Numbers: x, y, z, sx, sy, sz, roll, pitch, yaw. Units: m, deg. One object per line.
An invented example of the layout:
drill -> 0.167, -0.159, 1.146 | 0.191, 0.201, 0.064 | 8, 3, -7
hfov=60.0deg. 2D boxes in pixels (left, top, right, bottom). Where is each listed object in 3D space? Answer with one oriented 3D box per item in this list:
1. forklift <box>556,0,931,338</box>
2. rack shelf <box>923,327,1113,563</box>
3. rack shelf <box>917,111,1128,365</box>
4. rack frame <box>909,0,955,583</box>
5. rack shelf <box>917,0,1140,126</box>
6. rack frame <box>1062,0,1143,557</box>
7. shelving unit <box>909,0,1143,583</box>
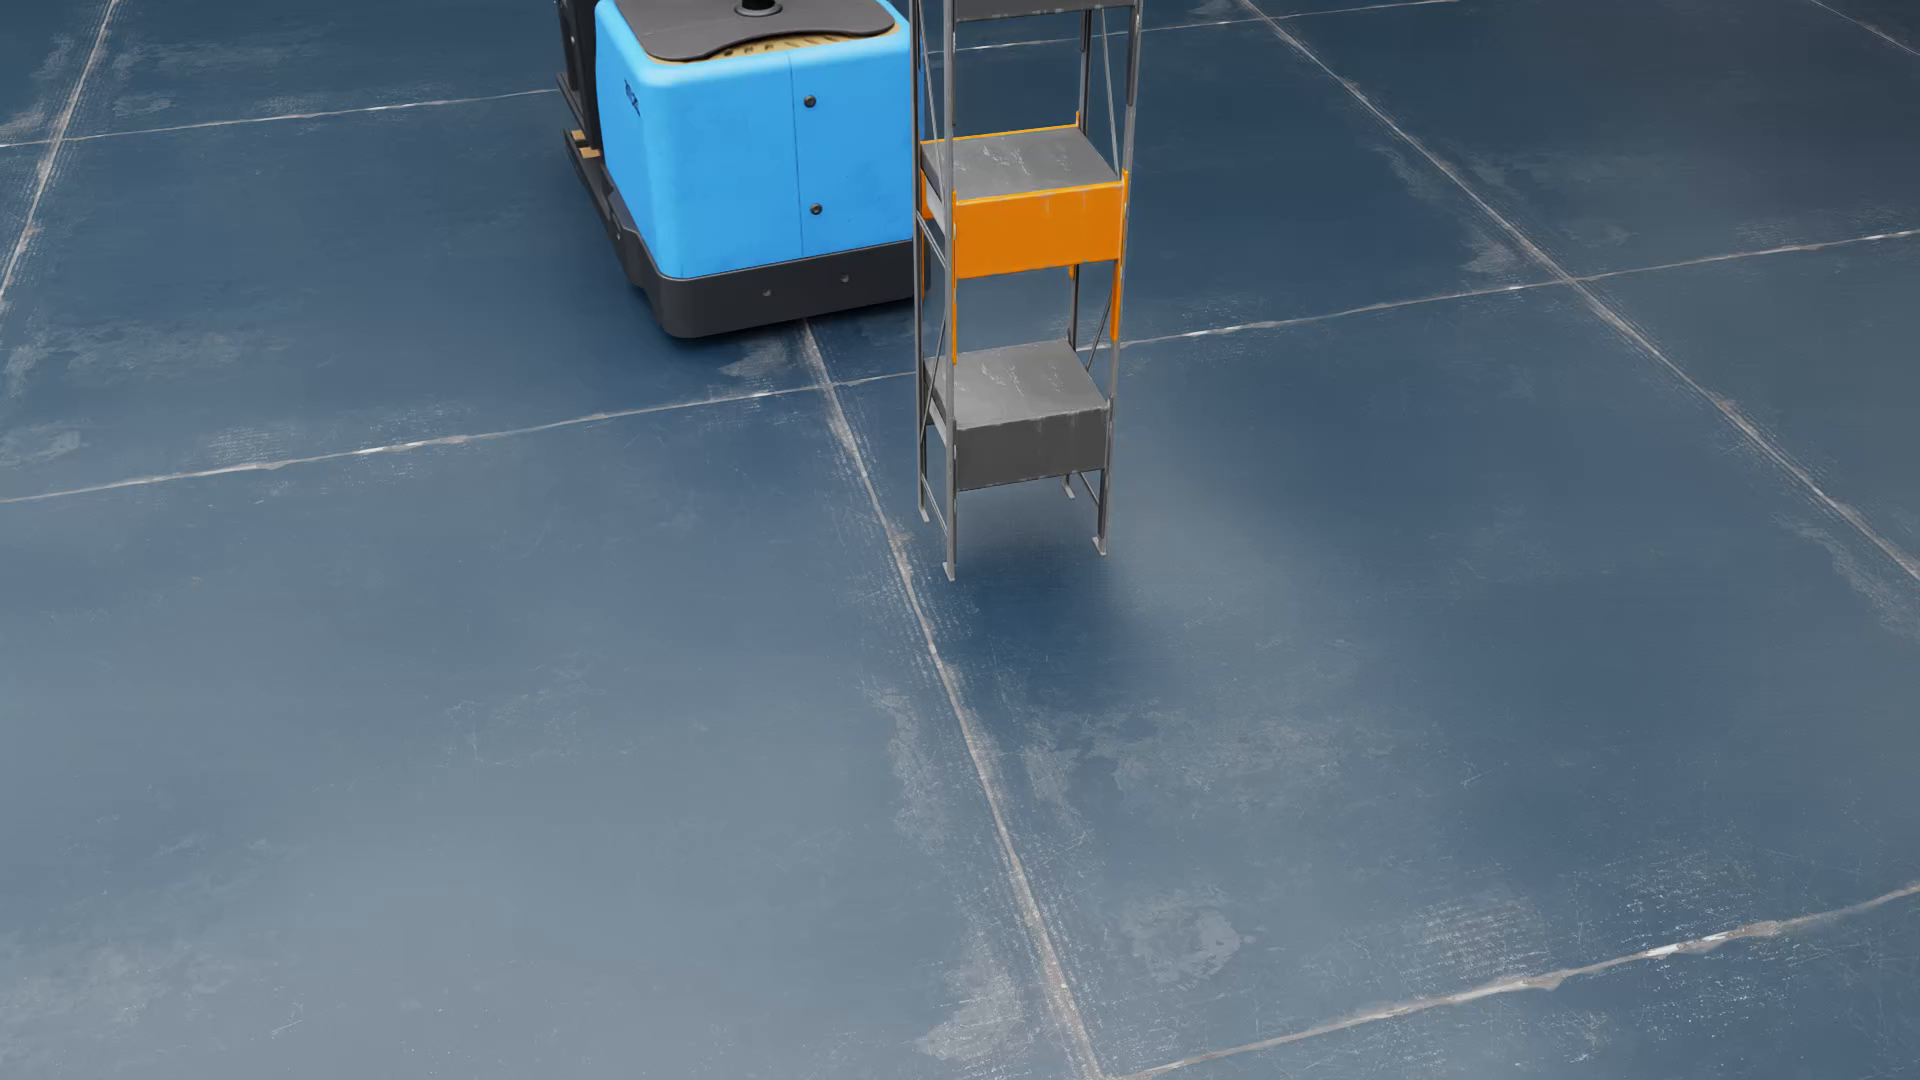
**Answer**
forklift -> -1.117, -2.799, 6.497 | 1.130, 2.935, 3.031 | -13, 39, -17
rack shelf -> 0.160, -0.293, 5.080 | 0.480, 0.518, 0.431 | -9, 38, -12
rack shelf -> 0.160, -0.849, 4.655 | 0.480, 0.518, 0.431 | -9, 38, -12
rack frame -> -0.076, -0.822, 4.596 | 0.015, 2.100, 0.400 | -9, 38, -12
rack shelf -> 0.160, -1.405, 4.229 | 0.480, 0.518, 0.431 | -9, 38, -12
rack frame -> 0.395, -0.899, 4.697 | 0.015, 2.100, 0.400 | -9, 38, -12
shelving unit -> 0.160, -0.860, 4.646 | 0.503, 2.100, 0.431 | -9, 38, -12
